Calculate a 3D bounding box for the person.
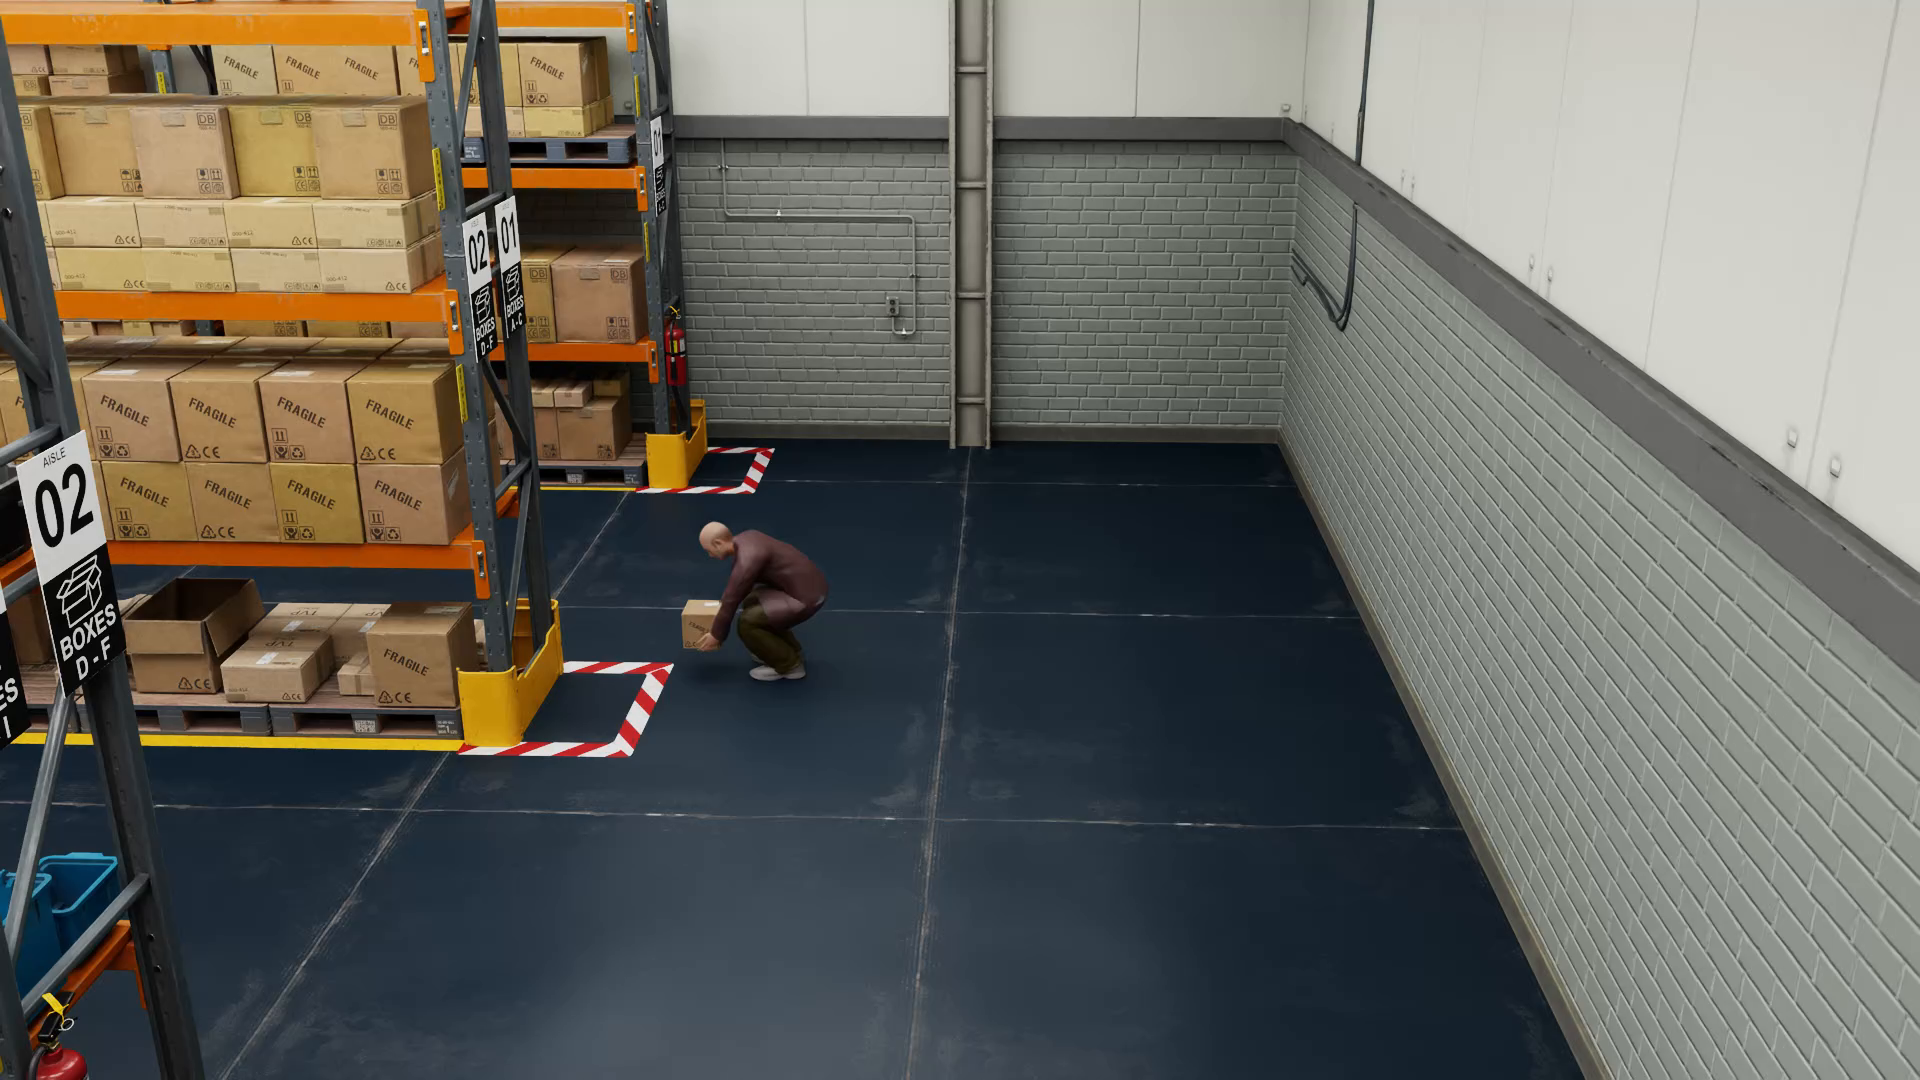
[{"bbox_3d":[-1.314,0.380,11.080,0.885,1.080,0.610,1,20,2],"label":"person"}]
